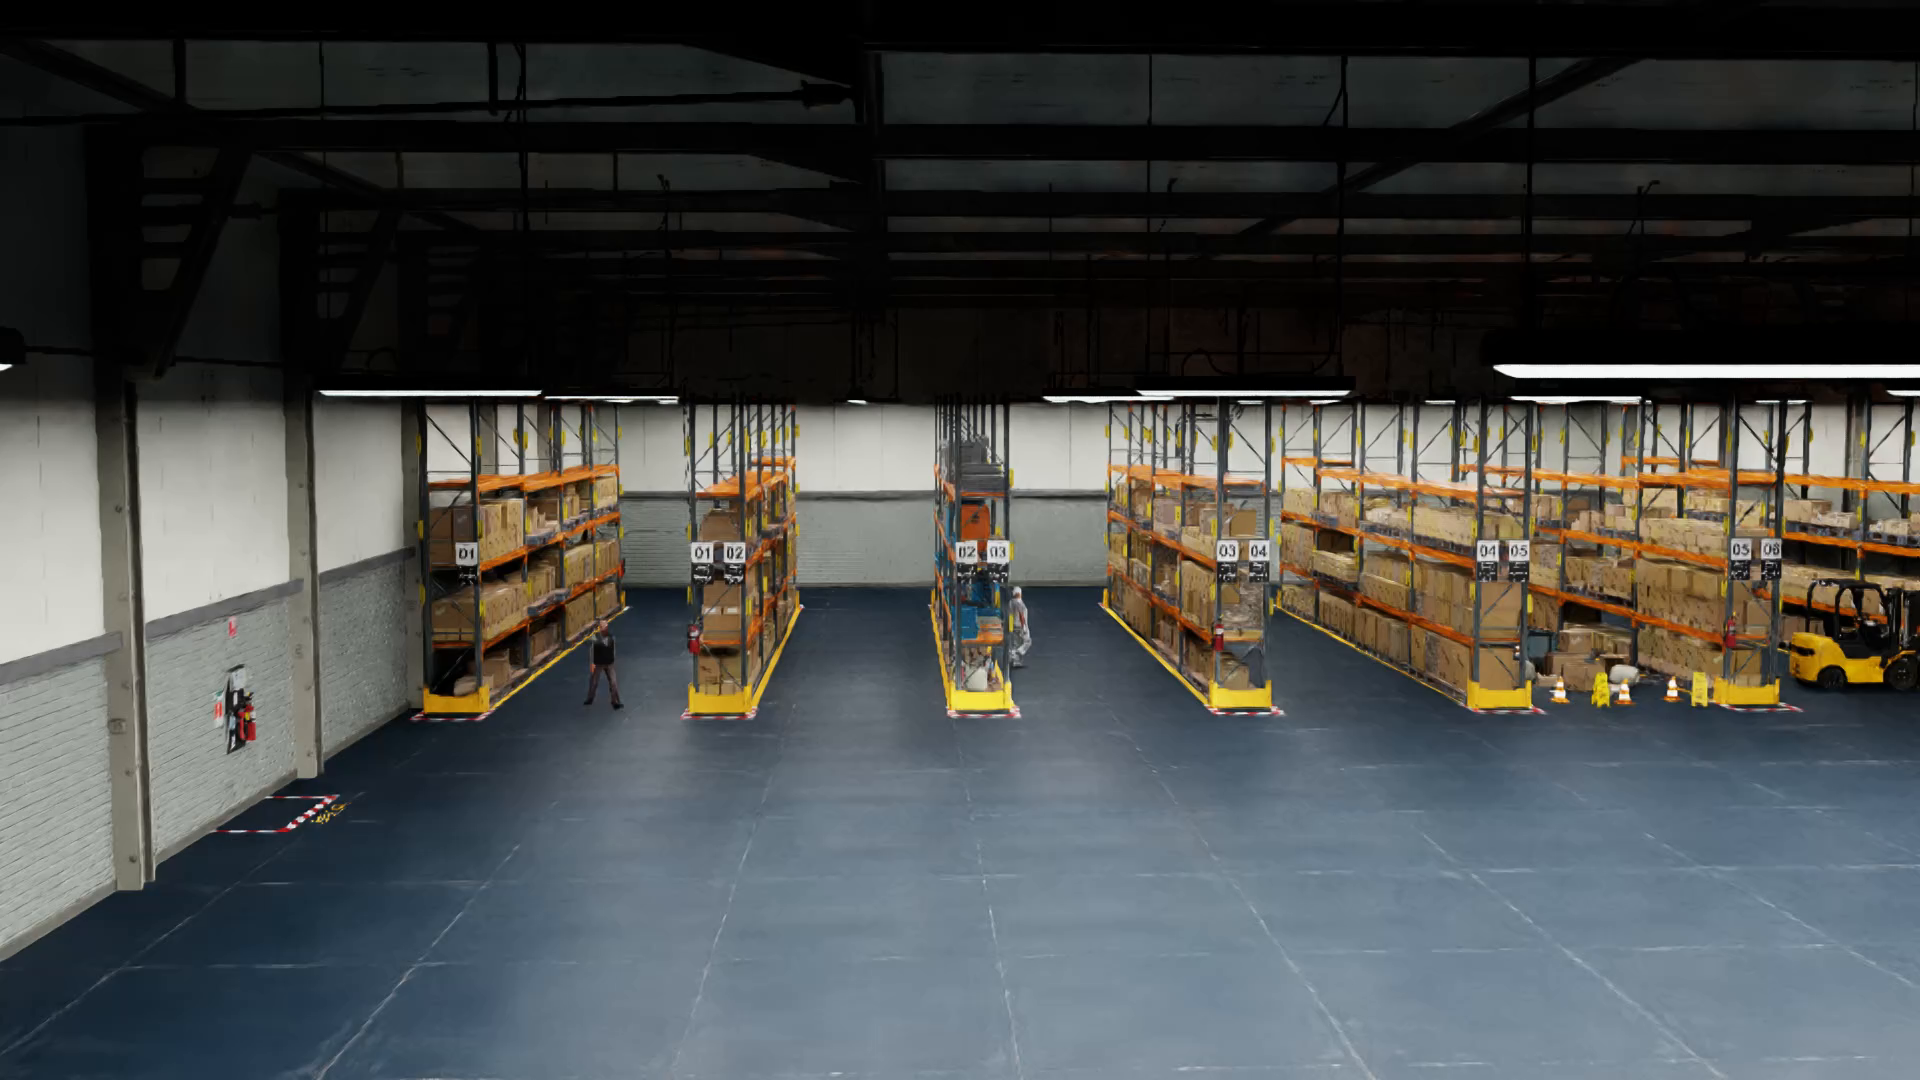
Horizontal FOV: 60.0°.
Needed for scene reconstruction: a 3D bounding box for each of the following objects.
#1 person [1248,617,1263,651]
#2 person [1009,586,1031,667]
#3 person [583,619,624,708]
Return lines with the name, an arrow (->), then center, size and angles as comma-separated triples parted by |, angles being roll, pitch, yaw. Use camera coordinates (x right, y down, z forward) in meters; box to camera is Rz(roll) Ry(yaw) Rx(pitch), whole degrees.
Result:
person -> 6.891, 1.799, 38.714 | 0.446, 1.513, 0.965 | 0, 5, 0
person -> 1.277, 1.906, 36.486 | 0.445, 1.786, 0.594 | -2, 5, -28
person -> -6.802, 2.349, 31.595 | 0.588, 1.695, 0.931 | -2, 5, -28
